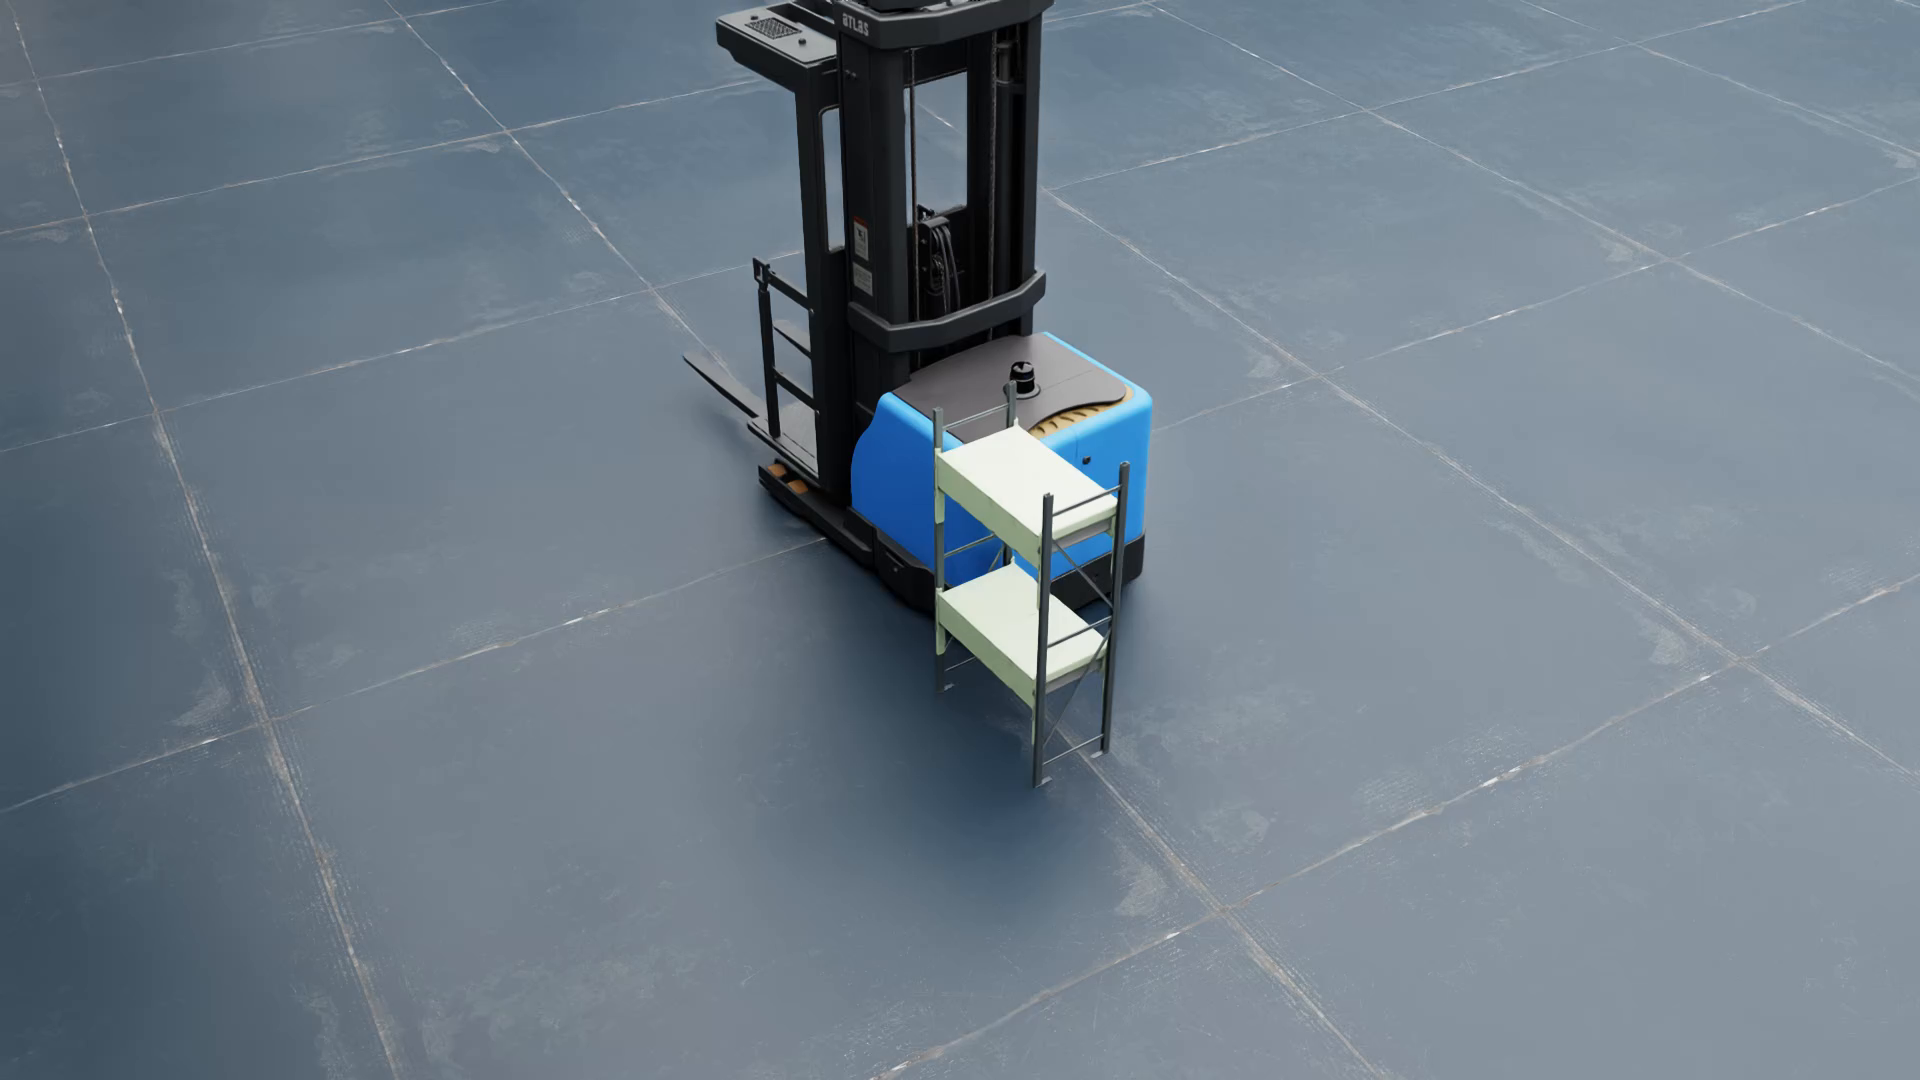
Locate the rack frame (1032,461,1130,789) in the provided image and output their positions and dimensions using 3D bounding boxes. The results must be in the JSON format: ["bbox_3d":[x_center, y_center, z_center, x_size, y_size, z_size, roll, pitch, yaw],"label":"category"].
[{"bbox_3d":[0.477,0.376,6.691,0.400,1.500,0.023,-22,42,-27],"label":"rack frame"}]

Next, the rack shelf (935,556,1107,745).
[{"bbox_3d":[0.269,0.461,7.126,0.431,0.370,0.720,-22,42,-27],"label":"rack shelf"}]

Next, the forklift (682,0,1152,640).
[{"bbox_3d":[-0.405,-1.491,8.033,1.130,2.935,3.031,-25,43,-30],"label":"forklift"}]

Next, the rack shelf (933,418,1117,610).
[{"bbox_3d":[0.270,-0.117,6.704,0.431,0.370,0.720,-22,42,-27],"label":"rack shelf"}]

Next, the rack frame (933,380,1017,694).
[{"bbox_3d":[0.061,0.020,7.177,0.400,1.500,0.023,-22,42,-27],"label":"rack frame"}]

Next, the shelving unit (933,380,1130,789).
[{"bbox_3d":[0.269,0.198,6.934,0.431,1.500,0.755,-22,42,-27],"label":"shelving unit"}]
